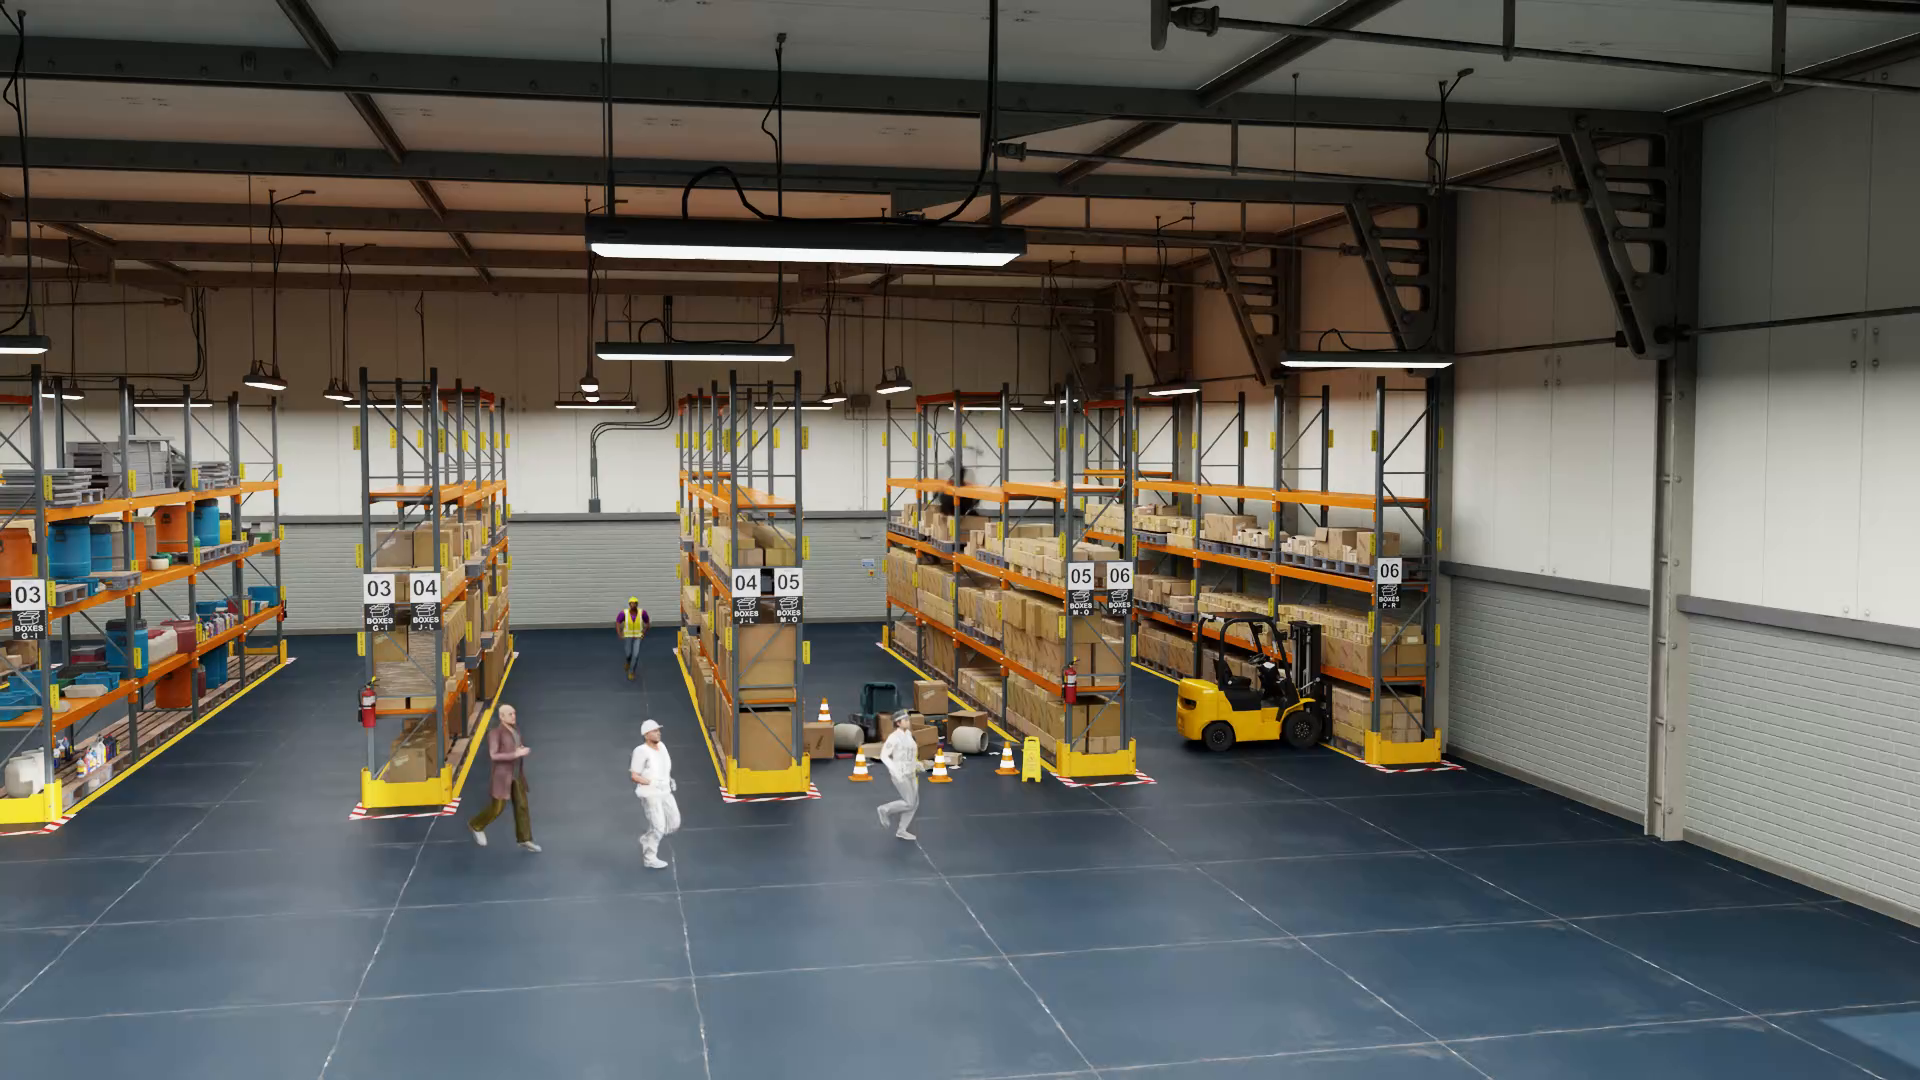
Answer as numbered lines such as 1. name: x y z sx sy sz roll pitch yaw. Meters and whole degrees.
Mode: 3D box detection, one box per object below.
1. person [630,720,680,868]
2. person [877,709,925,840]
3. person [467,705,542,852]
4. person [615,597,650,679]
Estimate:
1. person: -3.556 2.971 19.471 0.608 1.735 0.675 2 4 25
2. person: -0.741 2.938 20.932 0.552 1.657 0.621 2 4 30
3. person: -5.536 2.877 20.206 1.059 1.764 0.703 2 4 24
4. person: -6.918 2.057 35.166 0.710 1.724 0.581 -1 4 -16
